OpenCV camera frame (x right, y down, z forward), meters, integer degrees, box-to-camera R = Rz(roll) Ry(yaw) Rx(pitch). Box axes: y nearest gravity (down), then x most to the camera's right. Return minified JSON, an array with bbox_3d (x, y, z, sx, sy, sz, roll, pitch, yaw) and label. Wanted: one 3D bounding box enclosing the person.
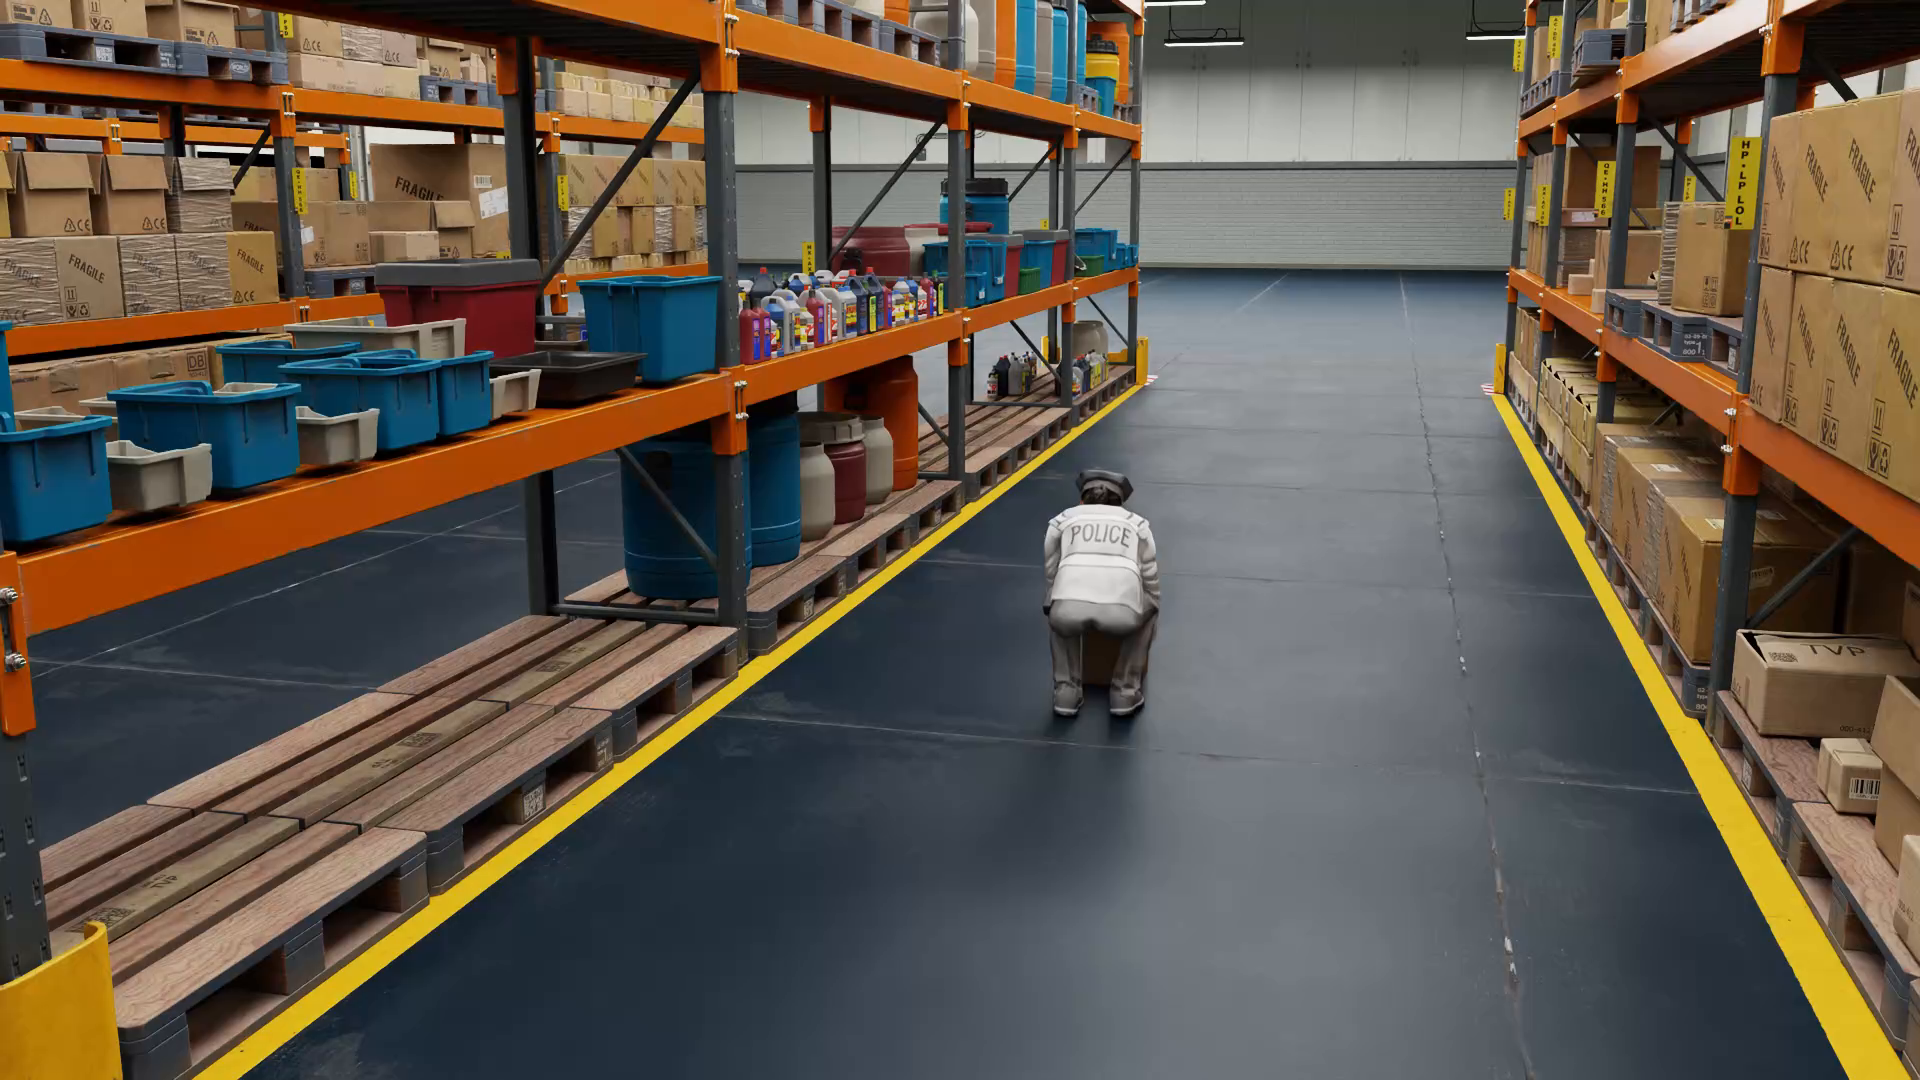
[{"bbox_3d":[0.559,0.213,6.761,0.481,0.928,0.853,3,12,14],"label":"person"}]
